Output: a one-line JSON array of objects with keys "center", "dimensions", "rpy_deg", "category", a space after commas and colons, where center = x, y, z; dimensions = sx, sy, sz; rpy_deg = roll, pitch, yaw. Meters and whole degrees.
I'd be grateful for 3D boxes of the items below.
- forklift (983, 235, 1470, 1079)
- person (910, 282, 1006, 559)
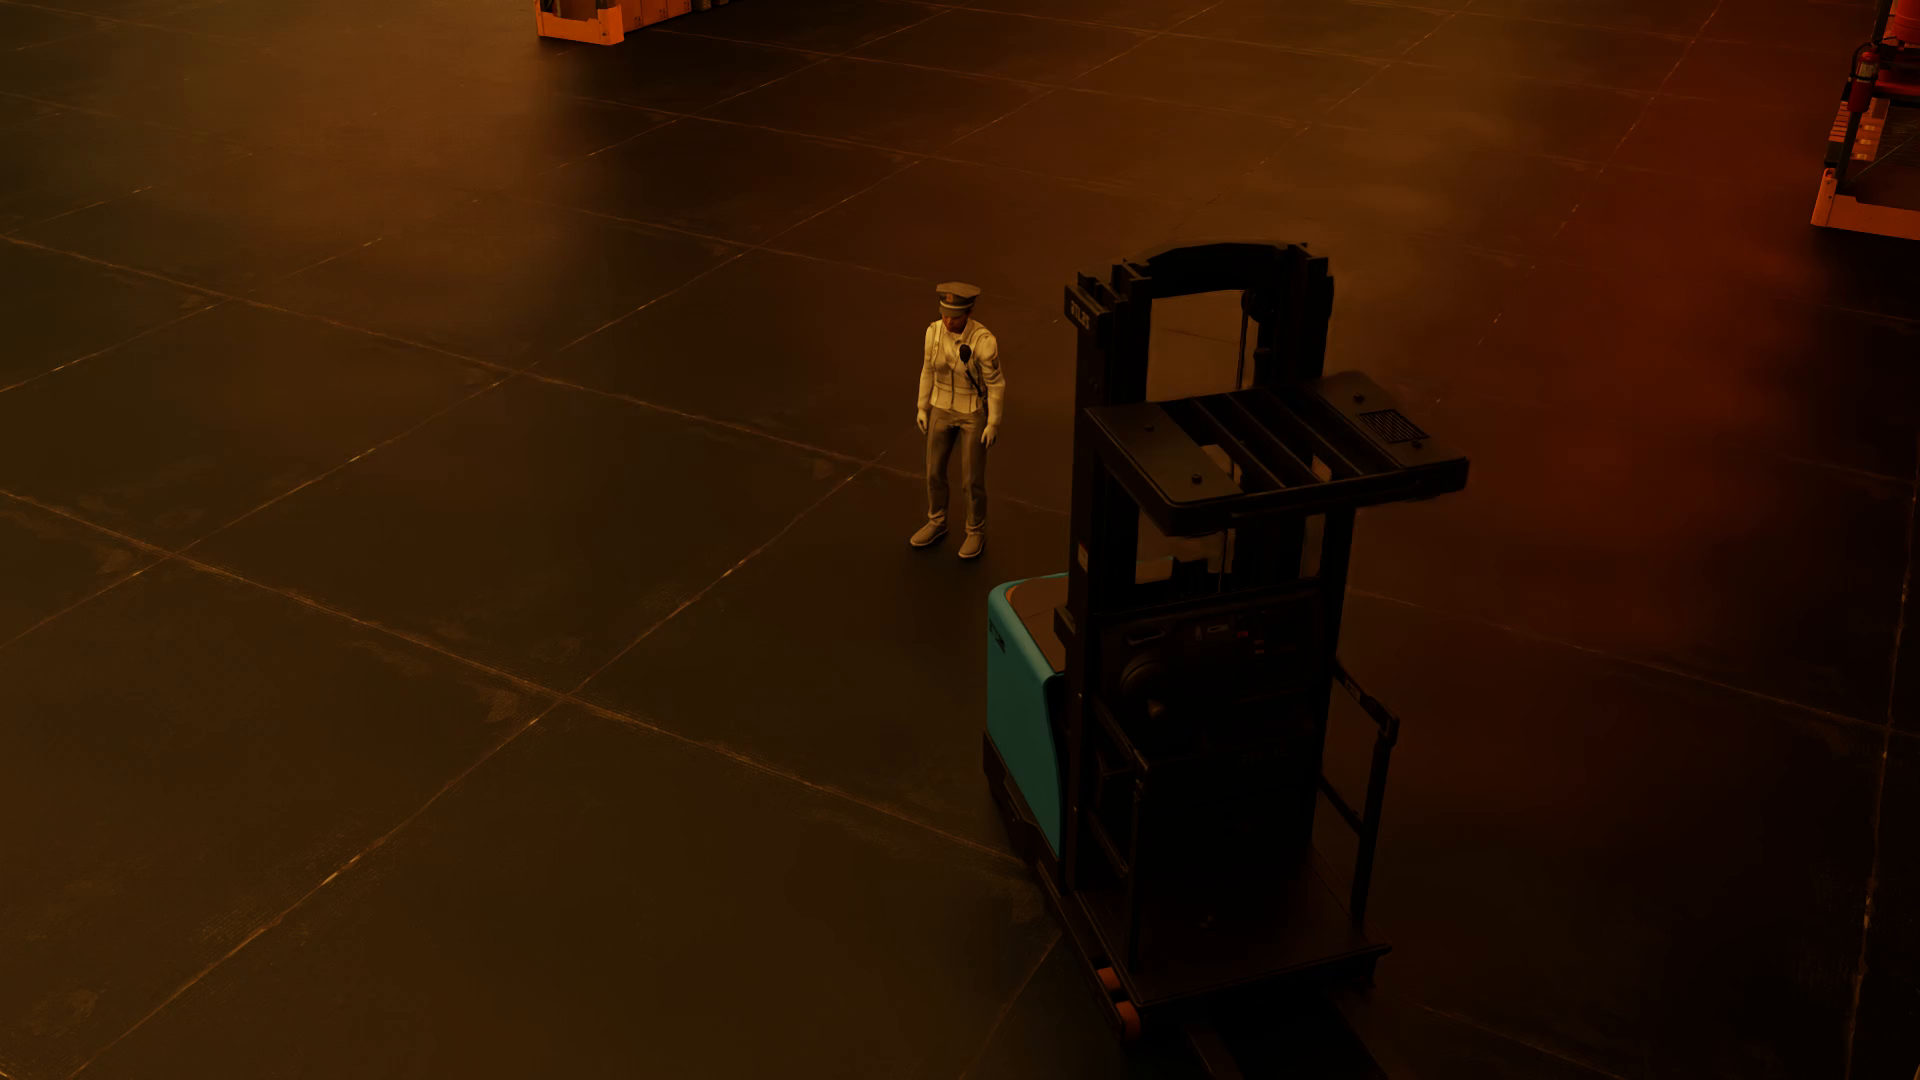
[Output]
[{"center": [1.043, 0.489, 6.223], "dimensions": [1.130, 2.935, 3.031], "rpy_deg": [-9, 31, -15], "category": "forklift"}, {"center": [-0.005, -0.704, 9.561], "dimensions": [0.529, 1.663, 0.372], "rpy_deg": [14, 33, 23], "category": "person"}]
